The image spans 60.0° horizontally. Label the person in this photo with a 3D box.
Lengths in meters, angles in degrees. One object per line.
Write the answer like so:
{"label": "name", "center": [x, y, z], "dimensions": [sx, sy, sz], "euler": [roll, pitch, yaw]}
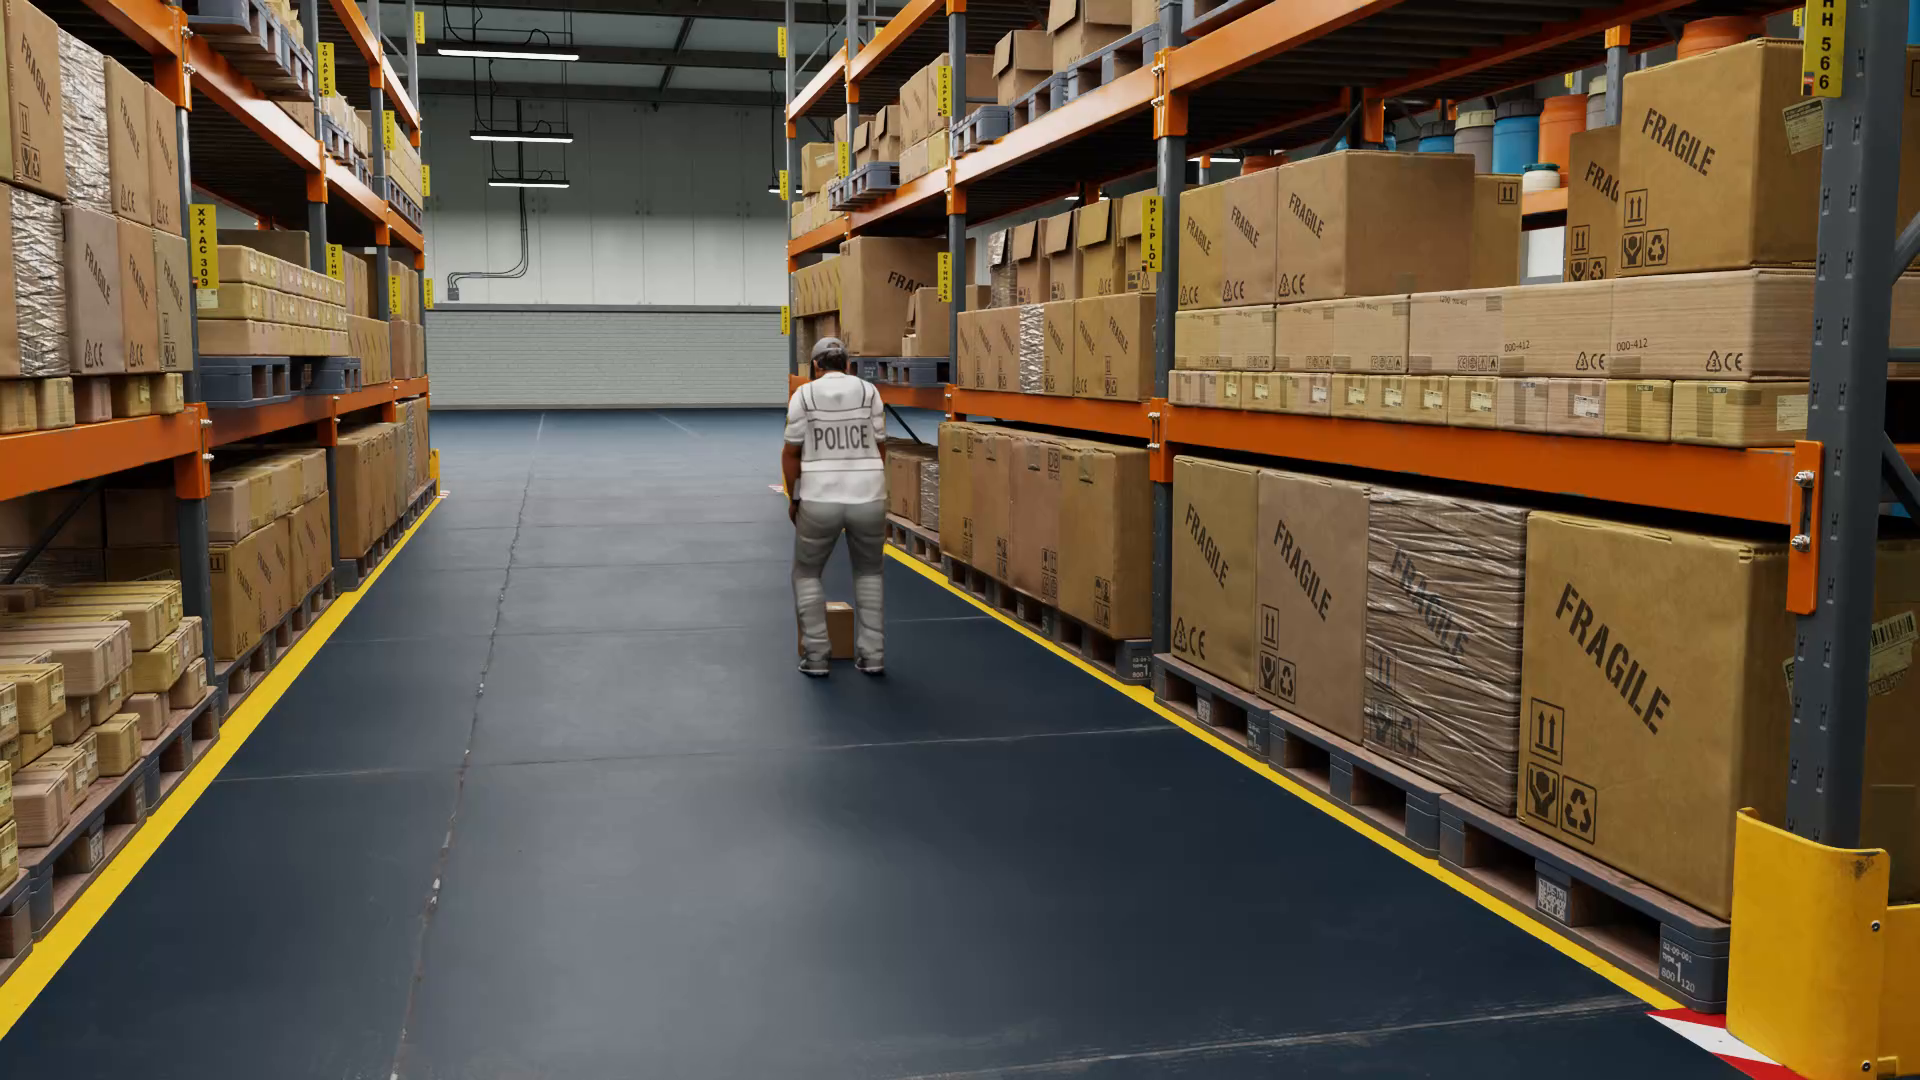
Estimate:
{"label": "person", "center": [-0.597, -0.156, 7.926], "dimensions": [0.500, 1.611, 0.496], "euler": [-1, 6, -12]}
